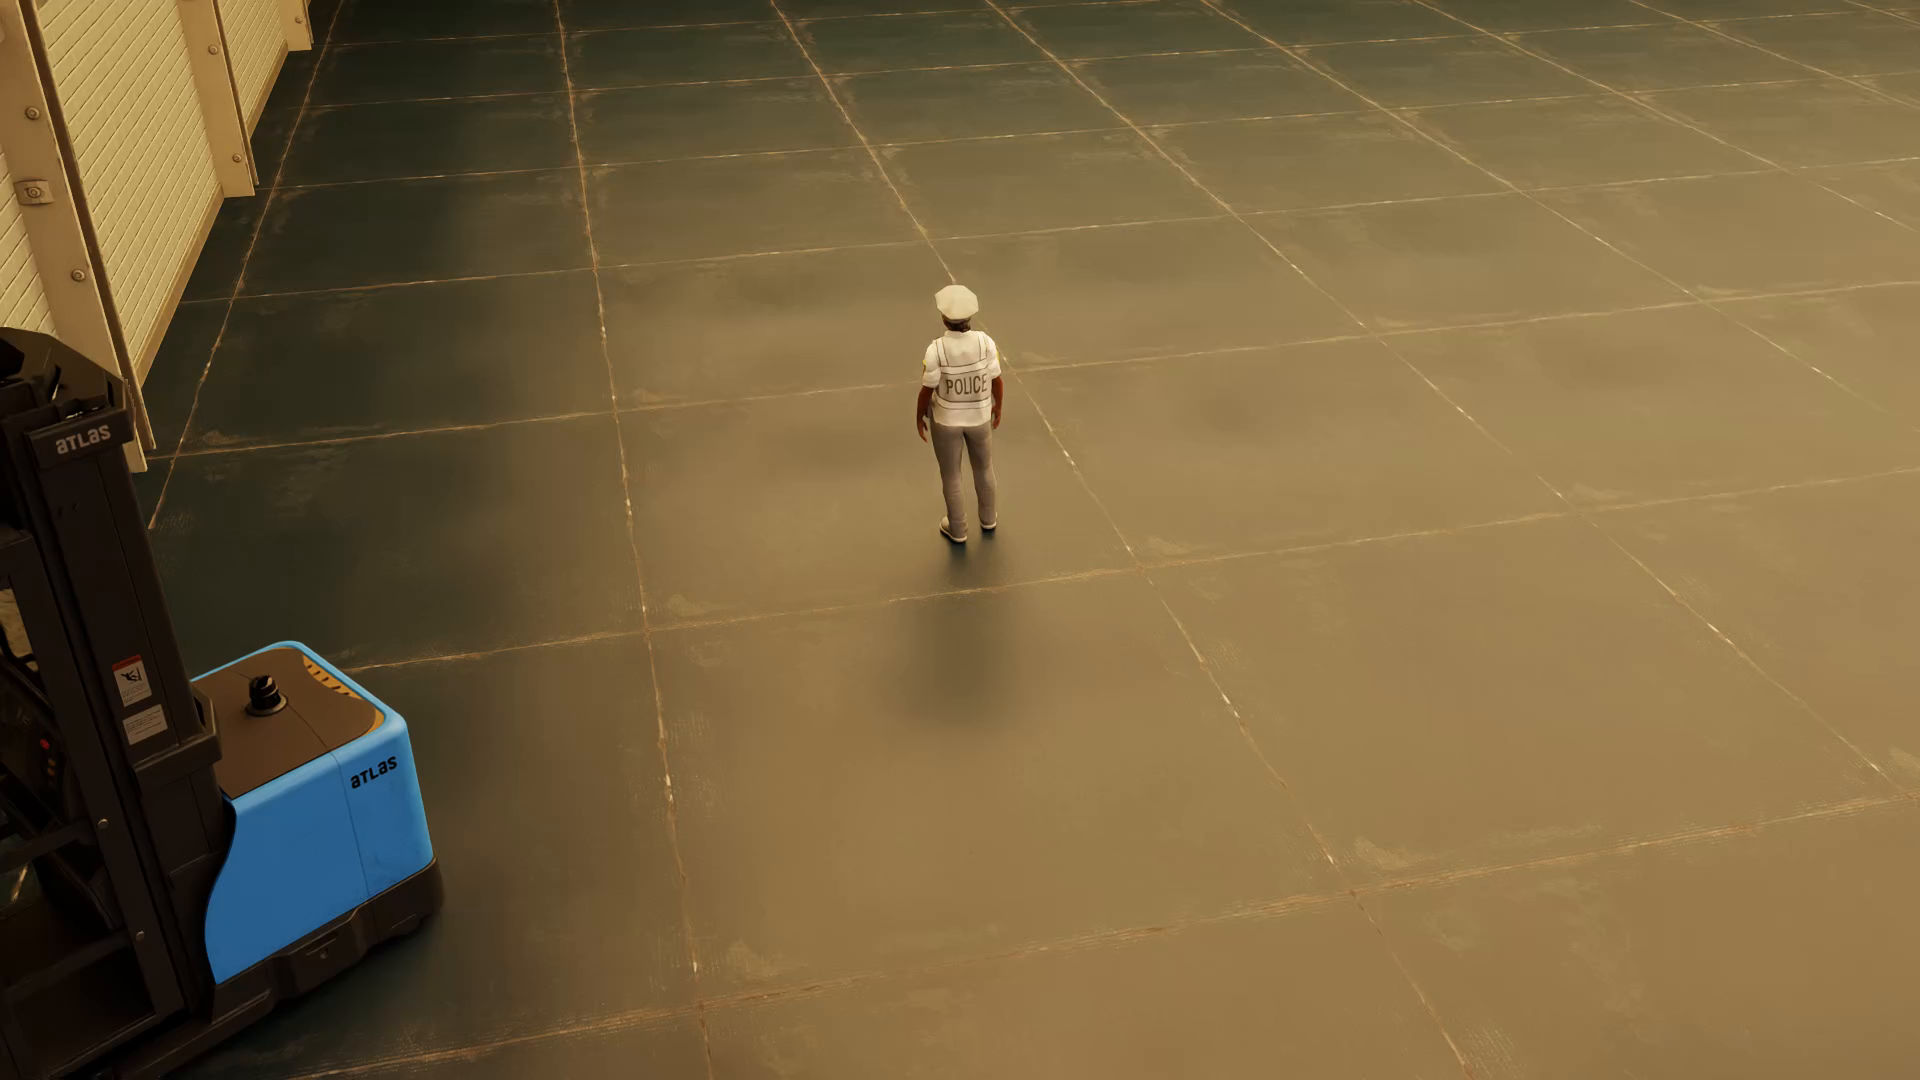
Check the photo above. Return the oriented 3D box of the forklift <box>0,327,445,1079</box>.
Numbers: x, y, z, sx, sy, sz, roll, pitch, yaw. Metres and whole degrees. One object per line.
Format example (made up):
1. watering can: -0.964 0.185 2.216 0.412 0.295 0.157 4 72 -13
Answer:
1. forklift: -3.703 0.805 6.184 1.130 2.935 3.031 25 38 36

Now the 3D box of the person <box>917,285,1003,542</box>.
1. person: 0.002 -0.779 10.139 0.569 1.695 0.528 -7 31 -12
